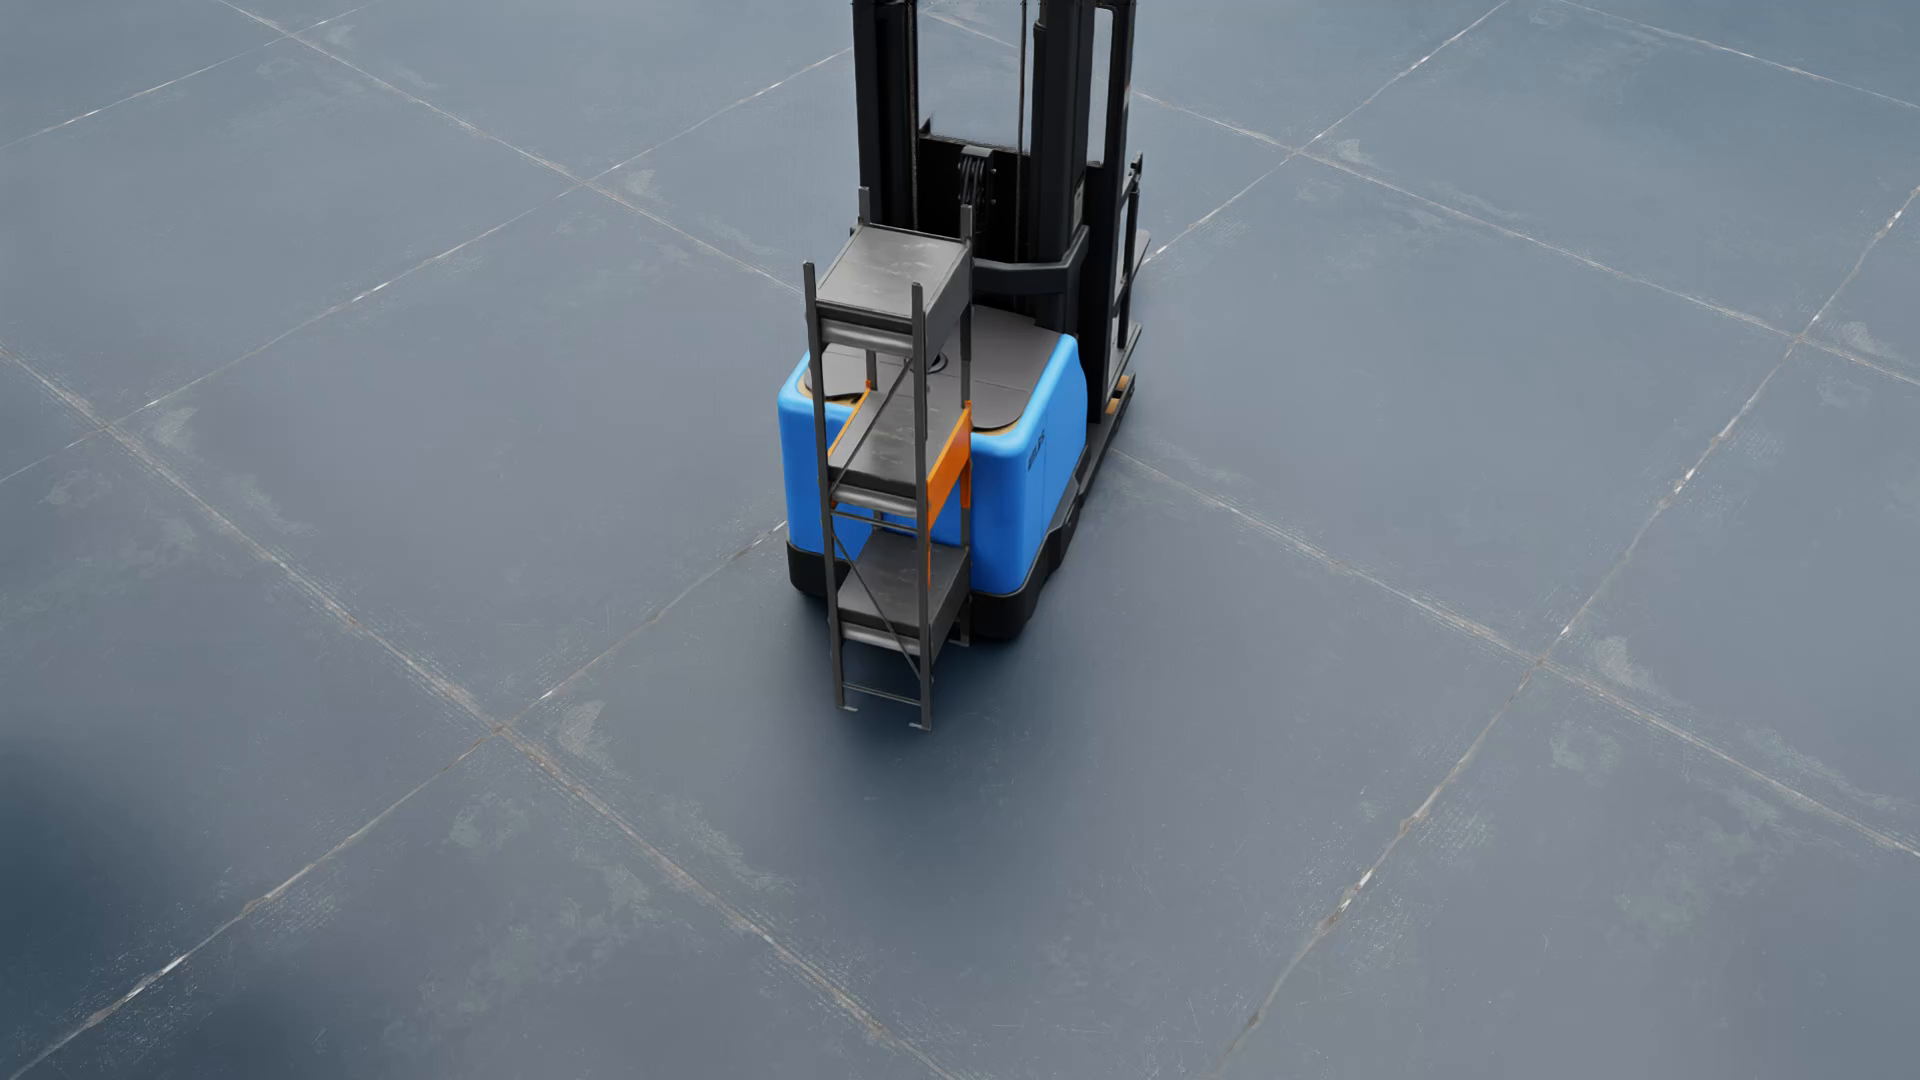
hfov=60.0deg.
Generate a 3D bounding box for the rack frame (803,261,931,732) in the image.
[{"bbox_3d":[-0.307,-0.062,5.940,0.400,2.100,0.015,13,44,14],"label":"rack frame"}]

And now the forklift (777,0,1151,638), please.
[{"bbox_3d":[0.219,-1.683,7.104,1.130,2.935,3.031,13,44,14],"label":"forklift"}]

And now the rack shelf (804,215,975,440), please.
[{"bbox_3d":[-0.229,-0.726,5.649,0.431,0.518,0.480,13,44,14],"label":"rack shelf"}]

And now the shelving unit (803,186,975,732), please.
[{"bbox_3d":[-0.229,-0.218,6.111,0.431,2.100,0.503,13,44,14],"label":"shelving unit"}]

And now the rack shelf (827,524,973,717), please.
[{"bbox_3d":[-0.229,0.310,6.591,0.431,0.518,0.480,13,44,14],"label":"rack shelf"}]

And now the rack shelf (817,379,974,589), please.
[{"bbox_3d":[-0.229,-0.208,6.120,0.431,0.518,0.480,13,44,14],"label":"rack shelf"}]

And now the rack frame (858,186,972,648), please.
[{"bbox_3d":[-0.152,-0.373,6.282,0.400,2.100,0.015,13,44,14],"label":"rack frame"}]
